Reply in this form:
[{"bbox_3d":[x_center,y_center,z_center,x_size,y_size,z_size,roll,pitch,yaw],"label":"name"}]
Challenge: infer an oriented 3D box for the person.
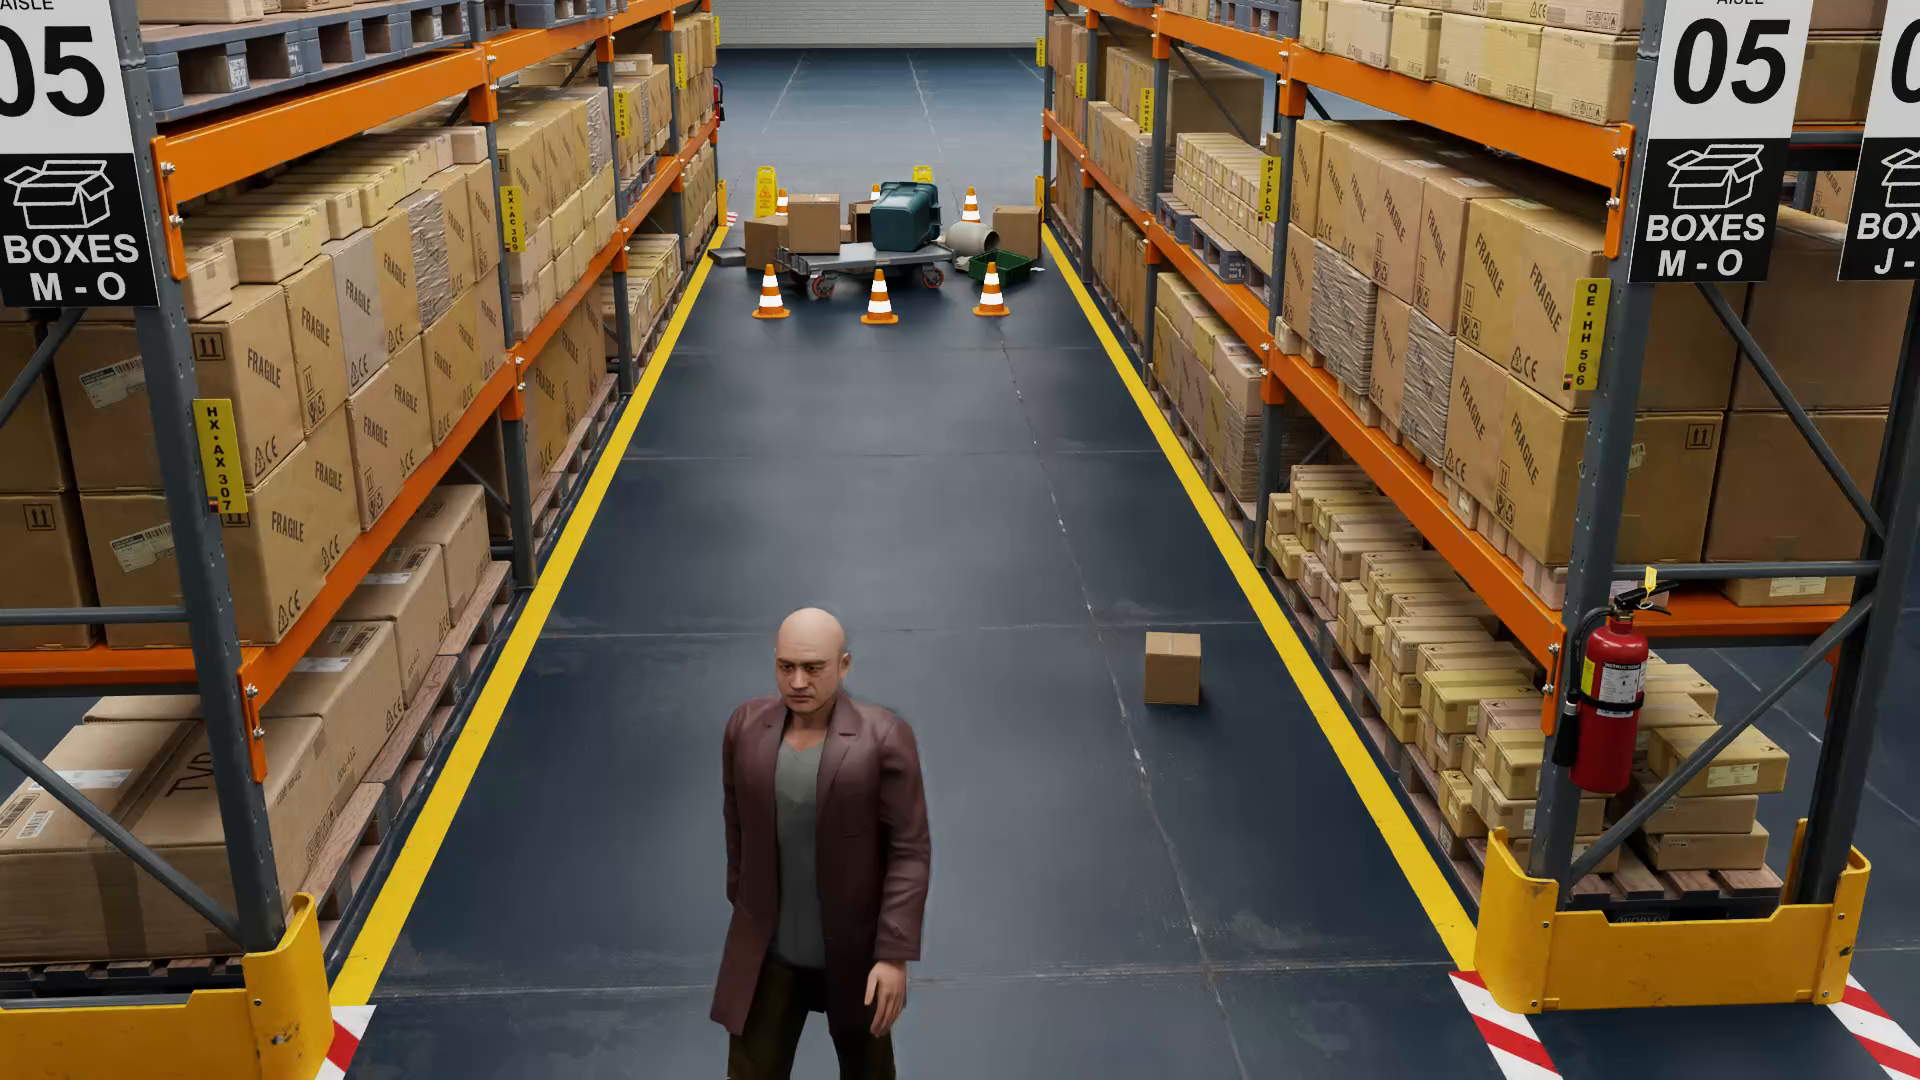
[{"bbox_3d":[-0.385,1.042,4.212,0.602,1.730,1.056,4,20,11],"label":"person"}]
